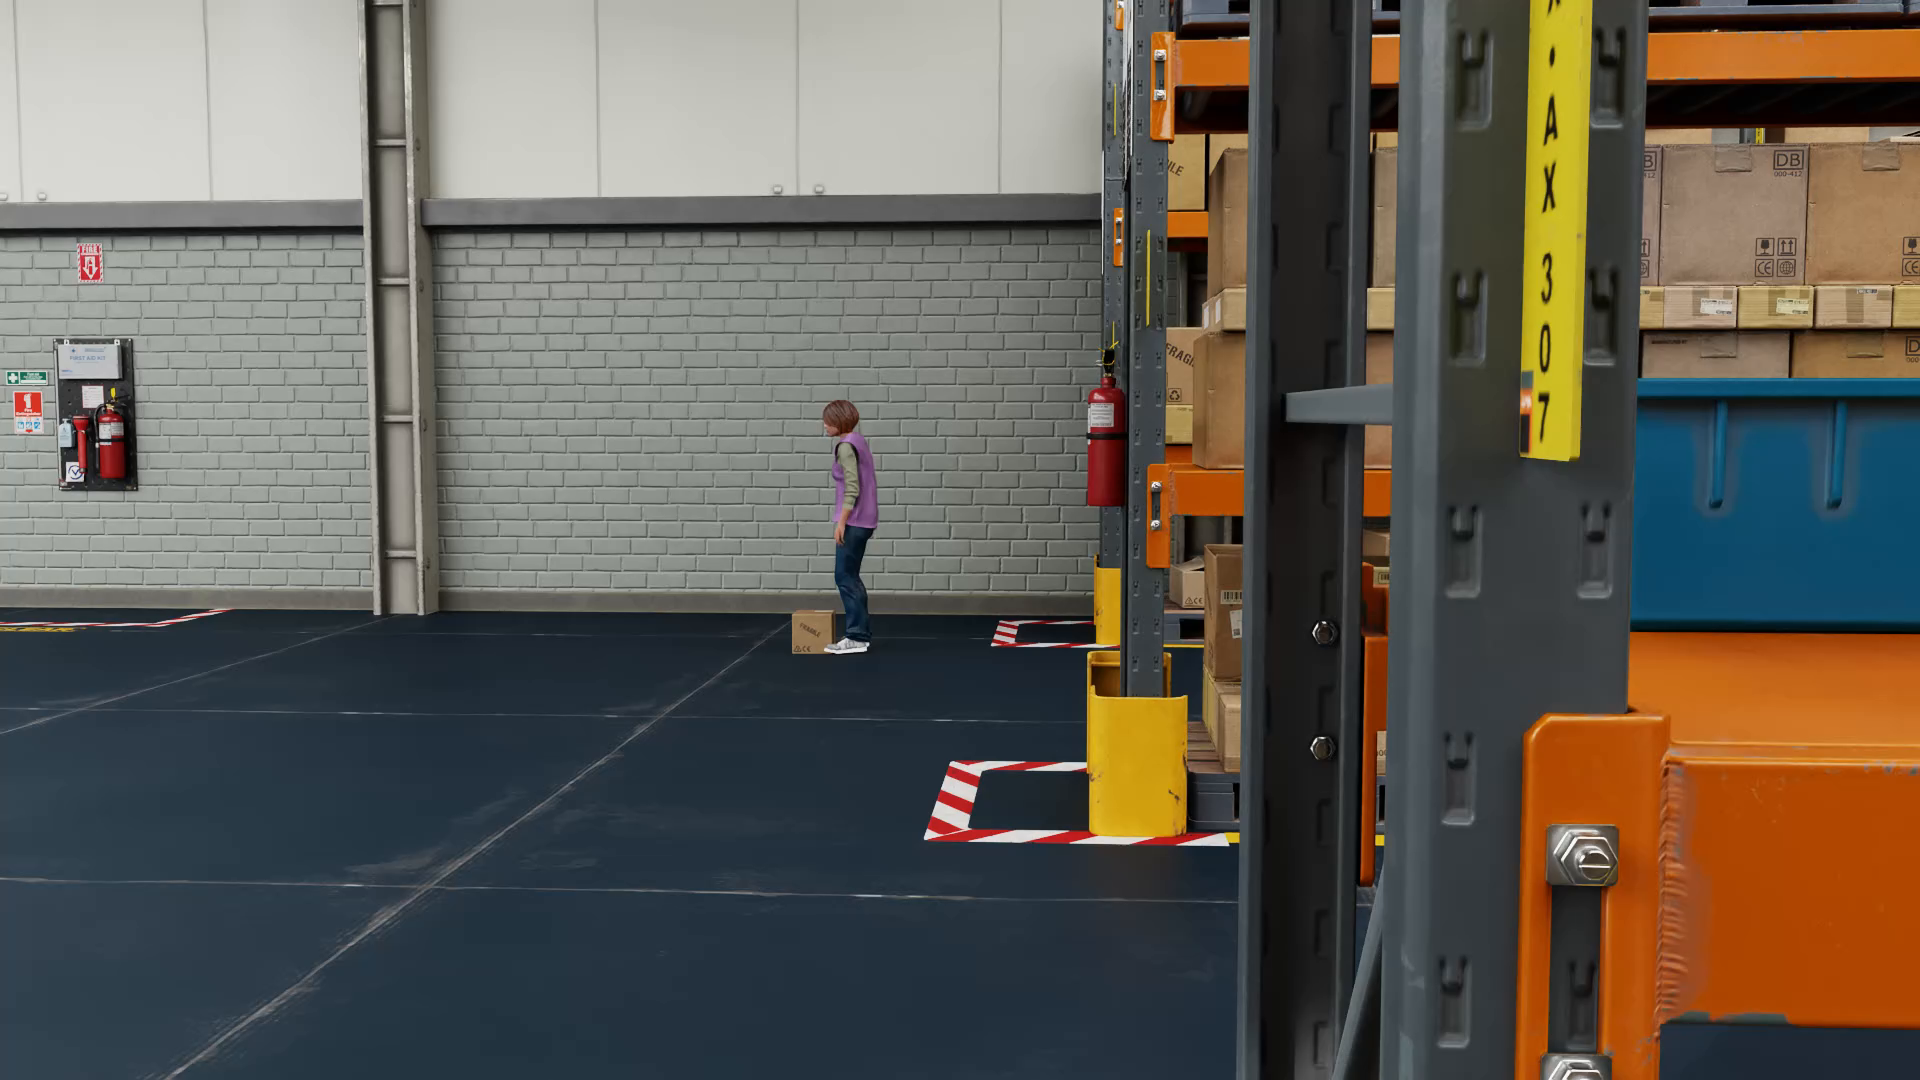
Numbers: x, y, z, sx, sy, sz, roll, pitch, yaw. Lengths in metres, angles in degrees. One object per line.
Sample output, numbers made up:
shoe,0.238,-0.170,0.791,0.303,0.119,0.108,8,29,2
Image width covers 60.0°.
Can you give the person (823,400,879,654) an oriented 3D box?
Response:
person,-0.688,-0.087,10.508,0.343,1.593,0.460,0,4,4
